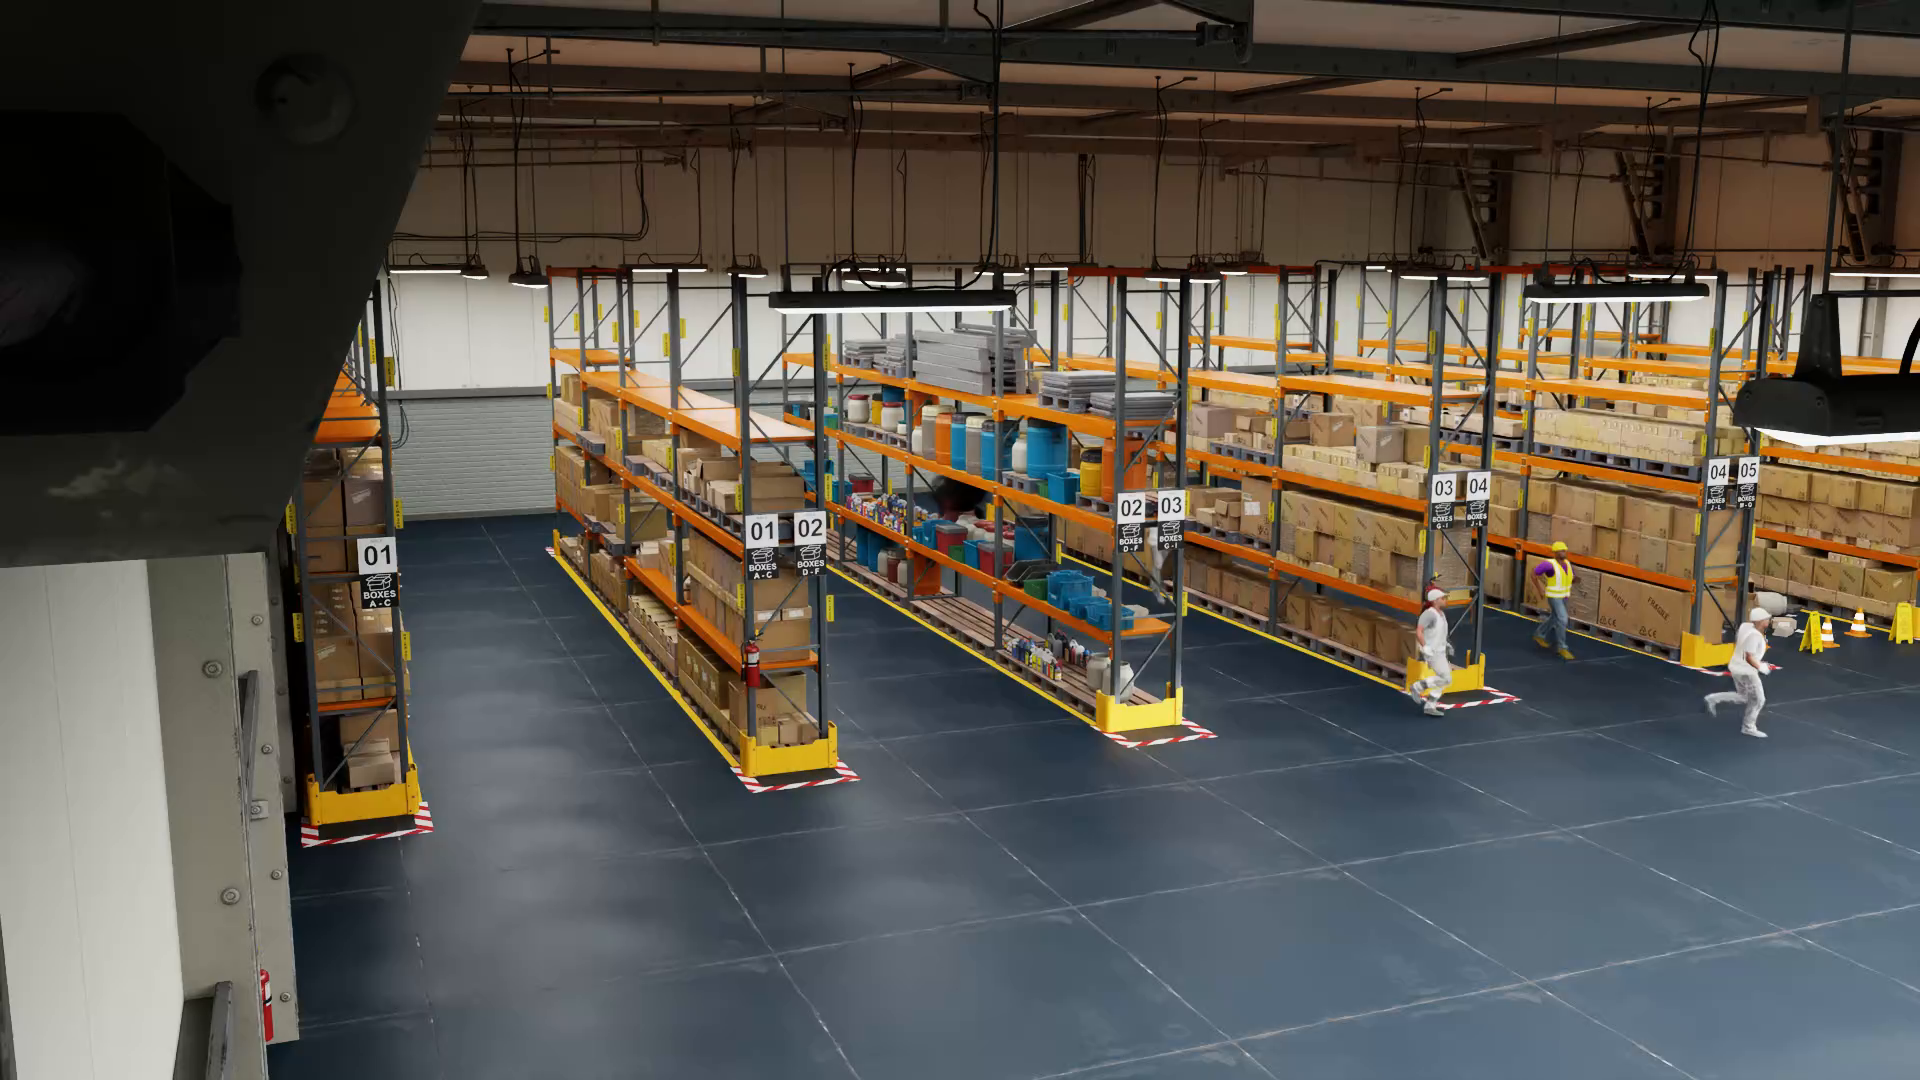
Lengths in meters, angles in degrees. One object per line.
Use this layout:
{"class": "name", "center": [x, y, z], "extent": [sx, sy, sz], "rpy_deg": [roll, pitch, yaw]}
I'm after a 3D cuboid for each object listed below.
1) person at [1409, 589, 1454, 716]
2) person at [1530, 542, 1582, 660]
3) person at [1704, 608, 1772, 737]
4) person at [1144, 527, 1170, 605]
{"class": "person", "center": [6.554, 1.532, 22.938], "extent": [0.555, 1.708, 0.711], "rpy_deg": [6, 12, 32]}
{"class": "person", "center": [9.405, 0.918, 26.187], "extent": [0.682, 1.803, 0.879], "rpy_deg": [-7, 12, -34]}
{"class": "person", "center": [10.236, 1.735, 21.833], "extent": [0.797, 1.751, 0.704], "rpy_deg": [2, 10, 10]}
{"class": "person", "center": [3.509, 0.146, 29.136], "extent": [0.677, 1.885, 0.742], "rpy_deg": [-5, 11, -28]}
